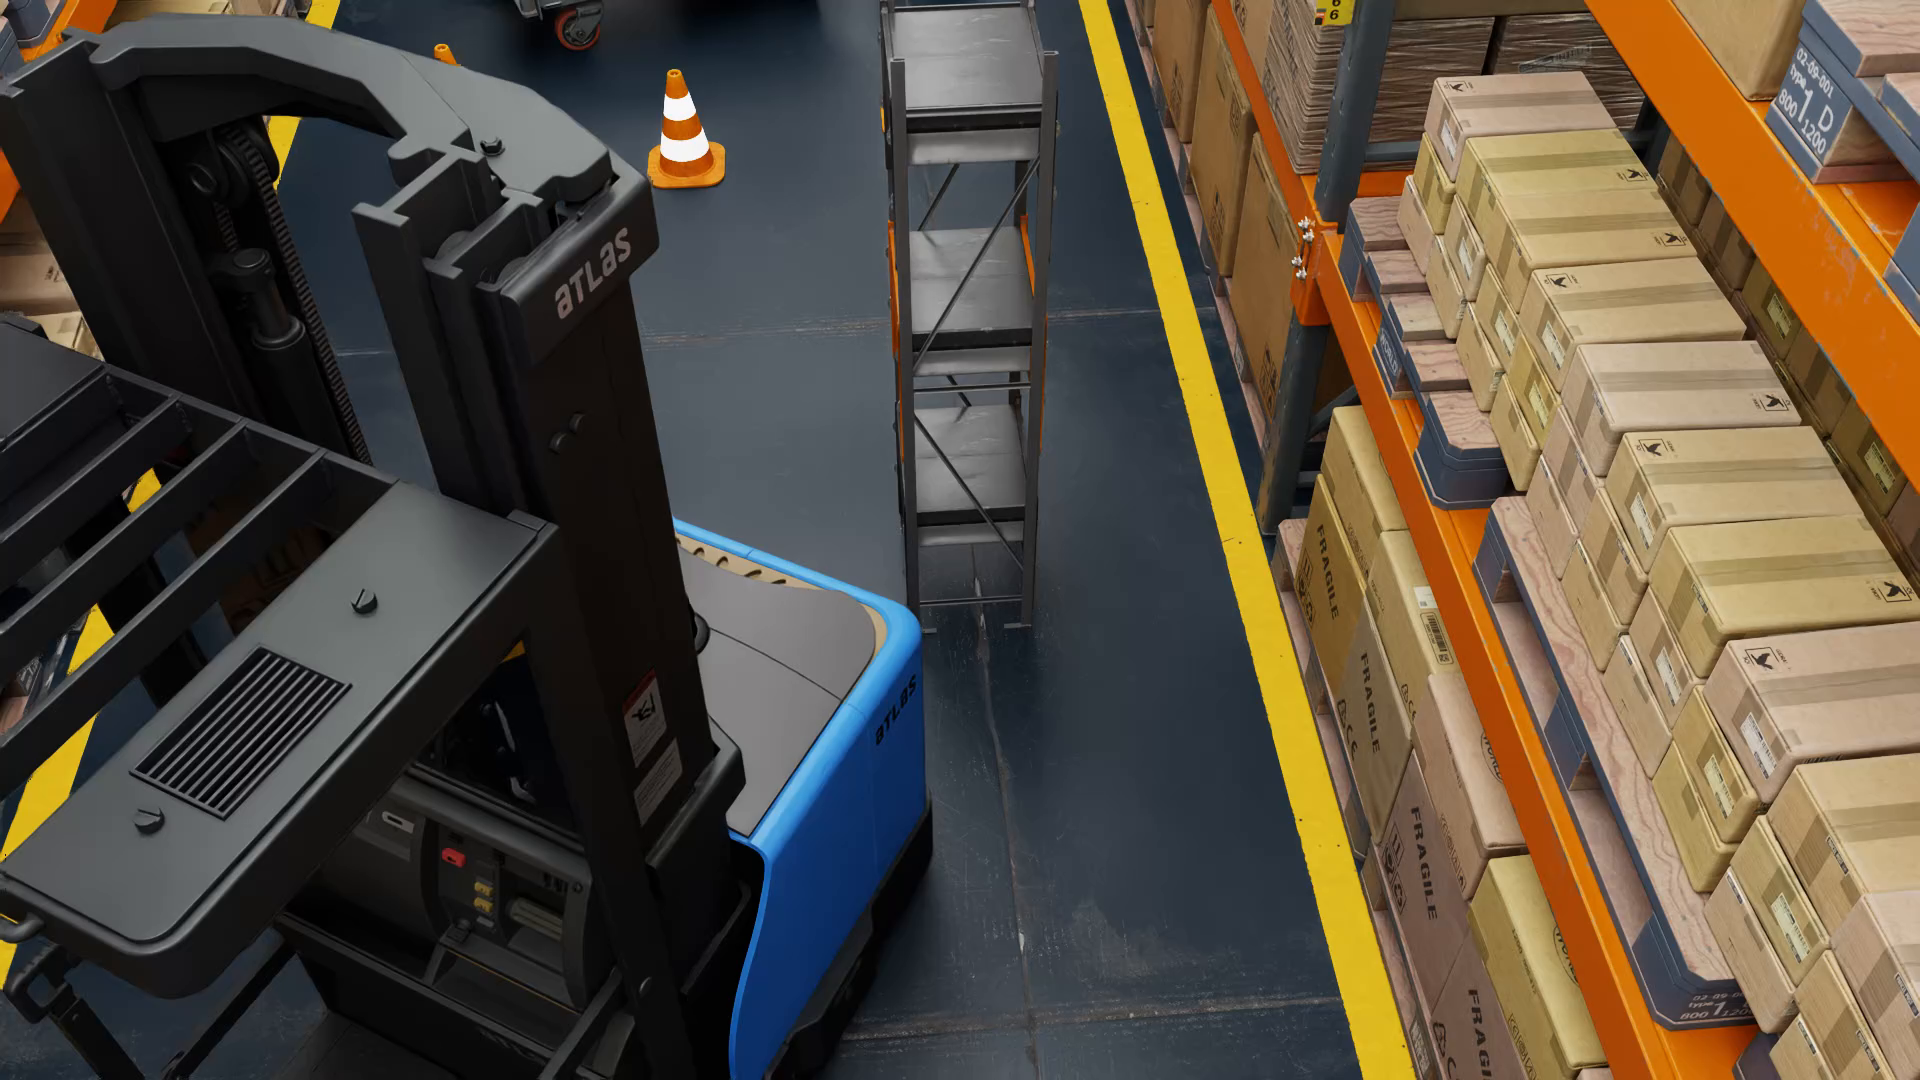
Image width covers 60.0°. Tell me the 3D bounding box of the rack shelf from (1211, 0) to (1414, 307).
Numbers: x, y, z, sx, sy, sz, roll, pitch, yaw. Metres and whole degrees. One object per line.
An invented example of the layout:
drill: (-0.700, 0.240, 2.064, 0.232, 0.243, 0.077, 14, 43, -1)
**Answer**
rack shelf: (1.372, -2.314, 6.372, 1.077, 0.370, 4.000, -3, 47, -3)

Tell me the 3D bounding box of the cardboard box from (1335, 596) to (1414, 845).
cardboard box: (1.390, 0.491, 4.651, 0.500, 0.500, 0.500, -3, 47, -3)

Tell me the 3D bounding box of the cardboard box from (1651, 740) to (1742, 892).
cardboard box: (1.531, 0.504, 3.091, 0.380, 0.149, 0.250, -2, 47, -2)

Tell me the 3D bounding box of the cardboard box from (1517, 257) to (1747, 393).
cardboard box: (1.448, -0.468, 3.601, 0.380, 0.149, 0.250, -5, 47, -5)

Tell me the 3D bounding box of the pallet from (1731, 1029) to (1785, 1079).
pallet: (1.955, 1.283, 2.601, 1.003, 0.211, 1.213, -3, 47, -3)

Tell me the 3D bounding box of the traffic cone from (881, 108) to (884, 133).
traffic cone: (-0.188, -2.074, 7.396, 0.336, 0.463, 0.334, -3, 47, -3)

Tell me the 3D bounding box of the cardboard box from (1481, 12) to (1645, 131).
cardboard box: (1.770, -1.490, 5.027, 0.500, 0.500, 0.500, -3, 47, -3)

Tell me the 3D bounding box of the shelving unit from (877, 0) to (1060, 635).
shelving unit: (0.014, -0.602, 4.874, 0.431, 2.100, 0.503, -3, 47, -3)

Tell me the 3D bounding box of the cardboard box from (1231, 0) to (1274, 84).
cardboard box: (1.193, -1.820, 5.339, 0.500, 0.500, 0.500, -3, 47, -3)

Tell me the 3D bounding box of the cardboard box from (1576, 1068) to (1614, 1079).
cardboard box: (1.530, 1.340, 3.331, 0.500, 0.250, 0.500, -1, 47, -1)

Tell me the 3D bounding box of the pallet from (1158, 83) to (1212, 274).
pallet: (1.449, -1.612, 7.131, 1.003, 0.211, 1.213, -3, 47, -3)

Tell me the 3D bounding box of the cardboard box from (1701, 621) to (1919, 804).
cardboard box: (1.537, 0.295, 2.879, 0.380, 0.149, 0.250, -5, 47, -5)

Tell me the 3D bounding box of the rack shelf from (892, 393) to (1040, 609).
rack shelf: (0.014, -0.112, 5.392, 0.431, 0.518, 0.480, -3, 47, -3)

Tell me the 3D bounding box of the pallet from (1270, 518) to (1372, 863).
pallet: (1.603, 0.409, 5.217, 1.003, 0.211, 1.213, -3, 47, -3)

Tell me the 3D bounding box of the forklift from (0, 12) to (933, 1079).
forklift: (-1.185, 0.711, 3.058, 1.130, 2.935, 3.031, 20, 50, 18)

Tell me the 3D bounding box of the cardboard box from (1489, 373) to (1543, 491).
cardboard box: (1.445, -0.252, 3.807, 0.380, 0.149, 0.250, -2, 47, -1)

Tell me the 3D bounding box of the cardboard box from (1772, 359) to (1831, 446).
cardboard box: (2.097, -0.297, 3.850, 0.380, 0.149, 0.250, -4, 47, -4)

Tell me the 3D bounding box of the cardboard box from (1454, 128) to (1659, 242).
cardboard box: (1.410, -0.837, 3.951, 0.380, 0.149, 0.250, -5, 47, -4)

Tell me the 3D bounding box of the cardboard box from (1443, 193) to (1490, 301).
cardboard box: (1.404, -0.717, 4.042, 0.380, 0.149, 0.250, -1, 47, -1)

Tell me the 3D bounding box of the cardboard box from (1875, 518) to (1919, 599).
cardboard box: (2.141, 0.084, 3.488, 0.380, 0.149, 0.250, -2, 47, -2)

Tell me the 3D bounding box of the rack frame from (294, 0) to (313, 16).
rack frame: (-3.720, -3.635, 7.127, 1.000, 3.000, 0.127, -3, 47, -3)

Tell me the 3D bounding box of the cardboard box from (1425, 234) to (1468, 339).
cardboard box: (1.398, -0.643, 4.177, 0.380, 0.149, 0.250, -1, 47, -1)

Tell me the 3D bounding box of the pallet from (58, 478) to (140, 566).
pallet: (-3.449, -0.347, 5.934, 1.003, 0.211, 1.213, -3, 47, -3)

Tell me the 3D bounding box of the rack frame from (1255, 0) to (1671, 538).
rack frame: (1.539, -1.115, 4.740, 1.000, 3.000, 0.127, -3, 47, -3)

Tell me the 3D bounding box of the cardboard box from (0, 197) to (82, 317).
cardboard box: (-3.492, -0.924, 6.080, 0.950, 0.372, 0.625, -4, 47, -4)

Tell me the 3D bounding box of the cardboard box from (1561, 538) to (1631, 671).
cardboard box: (1.488, 0.122, 3.452, 0.380, 0.149, 0.250, -3, 47, -3)

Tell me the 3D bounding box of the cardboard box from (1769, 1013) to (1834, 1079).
cardboard box: (1.581, 0.896, 2.719, 0.380, 0.149, 0.250, -6, 47, -5)

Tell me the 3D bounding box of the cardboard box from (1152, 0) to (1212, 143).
cardboard box: (1.423, -2.238, 7.064, 1.050, 0.750, 0.750, -3, 47, -3)

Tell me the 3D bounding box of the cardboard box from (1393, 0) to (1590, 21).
cardboard box: (1.511, -1.818, 4.649, 0.700, 0.500, 0.500, -4, 47, -4)

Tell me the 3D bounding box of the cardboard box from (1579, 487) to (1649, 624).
cardboard box: (1.489, 0.018, 3.346, 0.380, 0.149, 0.250, -4, 47, -4)

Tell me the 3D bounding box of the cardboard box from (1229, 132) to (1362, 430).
cardboard box: (1.578, -0.932, 5.827, 1.050, 0.750, 0.750, -4, 47, -4)

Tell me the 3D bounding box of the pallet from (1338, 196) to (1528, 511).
pallet: (1.705, -0.540, 4.327, 1.213, 0.211, 1.003, -3, 47, -3)

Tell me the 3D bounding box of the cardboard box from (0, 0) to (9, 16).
cardboard box: (-3.197, -1.653, 5.133, 0.380, 0.149, 0.250, -3, 47, -3)

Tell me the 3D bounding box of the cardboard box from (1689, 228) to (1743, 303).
cardboard box: (2.057, -0.664, 4.197, 0.380, 0.149, 0.250, -4, 47, -3)

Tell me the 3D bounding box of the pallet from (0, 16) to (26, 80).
pallet: (-3.551, -1.184, 4.938, 1.213, 0.211, 1.003, -3, 47, -3)

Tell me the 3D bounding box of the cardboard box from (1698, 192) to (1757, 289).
cardboard box: (2.058, -0.752, 4.076, 0.380, 0.149, 0.250, -2, 47, -2)

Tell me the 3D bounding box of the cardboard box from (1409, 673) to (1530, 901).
cardboard box: (1.427, 0.582, 4.049, 0.500, 0.250, 0.500, -3, 47, -3)

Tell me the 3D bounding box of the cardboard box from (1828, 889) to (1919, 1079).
cardboard box: (1.581, 0.667, 2.527, 0.380, 0.149, 0.250, -4, 47, -3)

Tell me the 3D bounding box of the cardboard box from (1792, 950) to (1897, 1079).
cardboard box: (1.575, 0.775, 2.629, 0.380, 0.149, 0.250, -5, 47, -5)

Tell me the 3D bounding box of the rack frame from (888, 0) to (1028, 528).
rack frame: (-0.007, -0.779, 5.041, 0.400, 2.100, 0.015, -3, 47, -3)

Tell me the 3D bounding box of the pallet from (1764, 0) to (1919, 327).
pallet: (1.838, -0.391, 2.118, 1.213, 0.211, 1.003, -3, 47, -3)

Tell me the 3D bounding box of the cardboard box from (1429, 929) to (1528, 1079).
cardboard box: (1.480, 1.232, 3.950, 0.500, 0.500, 0.500, -4, 47, -4)

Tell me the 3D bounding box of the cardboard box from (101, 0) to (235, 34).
cardboard box: (-3.610, -1.976, 7.077, 0.950, 0.372, 0.625, -1, 47, -1)

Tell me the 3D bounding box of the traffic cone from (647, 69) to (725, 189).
traffic cone: (-1.200, -1.801, 7.137, 0.336, 0.463, 0.334, -3, 47, -3)

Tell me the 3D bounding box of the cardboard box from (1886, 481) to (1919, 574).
cardboard box: (2.144, -0.012, 3.375, 0.380, 0.149, 0.250, -2, 47, -2)

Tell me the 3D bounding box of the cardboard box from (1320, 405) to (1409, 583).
cardboard box: (1.356, -0.144, 4.736, 0.500, 0.250, 0.500, -5, 47, -5)

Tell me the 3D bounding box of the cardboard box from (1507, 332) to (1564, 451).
cardboard box: (1.451, -0.342, 3.687, 0.380, 0.149, 0.250, -3, 47, -3)

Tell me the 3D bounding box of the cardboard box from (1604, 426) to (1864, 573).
cardboard box: (1.496, -0.080, 3.234, 0.380, 0.149, 0.250, -2, 47, -2)

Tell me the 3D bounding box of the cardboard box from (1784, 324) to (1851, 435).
cardboard box: (2.103, -0.381, 3.724, 0.380, 0.149, 0.250, -3, 47, -3)

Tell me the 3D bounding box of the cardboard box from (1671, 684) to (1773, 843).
cardboard box: (1.530, 0.389, 2.994, 0.380, 0.149, 0.250, -3, 47, -3)
